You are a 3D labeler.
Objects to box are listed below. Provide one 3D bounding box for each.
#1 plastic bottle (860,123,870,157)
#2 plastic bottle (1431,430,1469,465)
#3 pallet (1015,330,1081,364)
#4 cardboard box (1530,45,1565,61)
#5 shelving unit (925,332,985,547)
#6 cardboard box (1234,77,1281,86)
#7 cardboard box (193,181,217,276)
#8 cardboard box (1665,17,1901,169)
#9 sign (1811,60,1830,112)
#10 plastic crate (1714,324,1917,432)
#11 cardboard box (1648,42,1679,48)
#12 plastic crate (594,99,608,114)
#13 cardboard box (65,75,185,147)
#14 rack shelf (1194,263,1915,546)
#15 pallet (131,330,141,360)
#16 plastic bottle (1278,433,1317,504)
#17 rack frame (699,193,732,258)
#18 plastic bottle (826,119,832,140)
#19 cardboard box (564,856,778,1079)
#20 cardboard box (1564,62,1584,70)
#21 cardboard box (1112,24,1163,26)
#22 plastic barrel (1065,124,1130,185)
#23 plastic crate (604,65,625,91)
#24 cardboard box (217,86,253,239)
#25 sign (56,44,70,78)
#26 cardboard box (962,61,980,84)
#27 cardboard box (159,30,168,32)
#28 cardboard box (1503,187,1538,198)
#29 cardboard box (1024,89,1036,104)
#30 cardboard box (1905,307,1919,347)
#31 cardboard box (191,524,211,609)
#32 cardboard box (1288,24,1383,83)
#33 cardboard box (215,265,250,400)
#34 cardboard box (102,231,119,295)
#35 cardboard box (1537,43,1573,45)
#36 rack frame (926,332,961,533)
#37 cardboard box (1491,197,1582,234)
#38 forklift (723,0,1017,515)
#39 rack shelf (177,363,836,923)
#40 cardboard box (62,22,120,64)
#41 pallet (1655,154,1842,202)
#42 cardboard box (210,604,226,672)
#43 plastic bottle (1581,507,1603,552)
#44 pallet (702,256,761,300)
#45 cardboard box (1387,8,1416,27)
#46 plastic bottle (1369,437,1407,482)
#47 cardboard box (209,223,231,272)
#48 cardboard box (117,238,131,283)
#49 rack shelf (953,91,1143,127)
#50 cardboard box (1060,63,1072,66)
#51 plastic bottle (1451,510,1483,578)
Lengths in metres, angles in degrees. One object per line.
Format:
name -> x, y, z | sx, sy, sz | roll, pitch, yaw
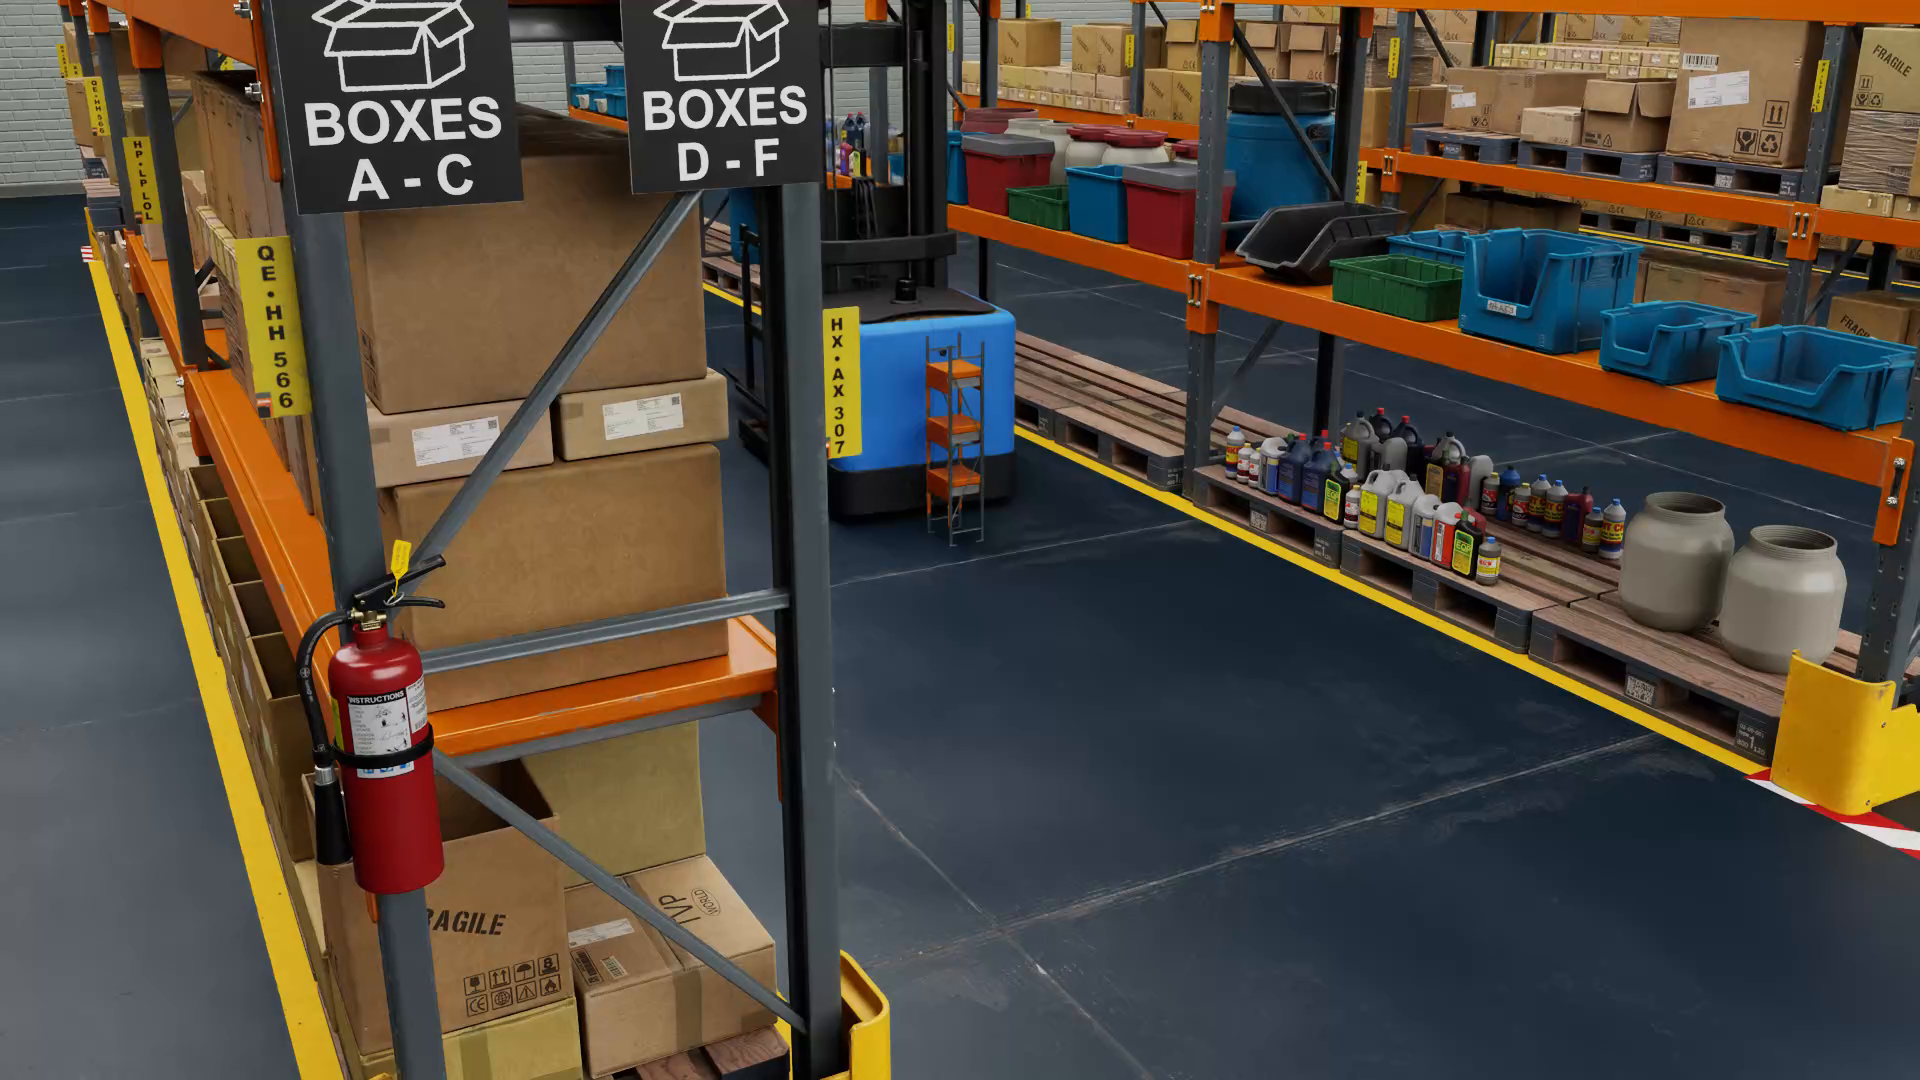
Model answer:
plastic bottle -> -0.768, -3.379, 14.016 | 0.152, 0.276, 0.135 | -10, 21, -27
plastic bottle -> 2.515, -0.385, 8.535 | 0.144, 0.351, 0.185 | -10, 21, -27
pallet -> 0.146, -1.319, 12.130 | 1.003, 0.211, 1.213 | -10, 21, -27
cardboard box -> 6.724, -5.544, 18.928 | 0.380, 0.149, 0.250 | -10, 21, -26
shelving unit -> -0.025, -0.512, 8.505 | 0.215, 1.050, 0.252 | -10, 21, -27
cardboard box -> 2.997, -4.222, 16.115 | 0.500, 0.500, 0.500 | -10, 21, -26
cardboard box -> -3.488, -1.516, 8.274 | 0.500, 0.500, 0.500 | -10, 21, -27
cardboard box -> 5.816, -3.216, 11.790 | 1.000, 1.000, 1.000 | -10, 21, -26
sign -> 5.584, -2.945, 10.792 | 0.100, 0.325, 0.005 | -10, 21, -27
plastic crate -> 3.110, -0.596, 5.988 | 0.499, 0.251, 0.616 | -10, 21, -27
cardboard box -> 10.047, -6.746, 23.429 | 0.500, 0.500, 0.500 | -10, 22, -27
plastic crate -> -3.758, -4.644, 17.804 | 0.250, 0.136, 0.298 | -10, 21, -27
cardboard box -> -6.420, -3.323, 12.865 | 0.500, 0.500, 0.700 | 16, 25, 39
rack shelf -> 2.661, -0.803, 7.463 | 1.077, 0.370, 4.000 | -10, 21, -27
pallet -> -6.029, -1.702, 13.239 | 1.003, 0.211, 1.213 | -10, 21, -27
plastic bottle -> 1.730, -0.377, 8.512 | 0.144, 0.351, 0.185 | -9, 21, -25
rack frame -> -2.087, -4.014, 15.665 | 1.000, 3.000, 0.127 | -10, 21, -27
plastic bottle -> -1.130, -3.510, 14.403 | 0.097, 0.271, 0.097 | 0, 19, 0
cardboard box -> -0.809, 1.110, 4.387 | 0.500, 0.250, 0.500 | -10, 21, -27
cardboard box -> 6.969, -5.256, 18.551 | 0.380, 0.149, 0.250 | -9, 21, -24
cardboard box -> 2.042, -5.525, 18.668 | 0.500, 0.500, 0.500 | -10, 21, -27
plastic barrel -> 0.896, -2.425, 10.852 | 0.433, 0.535, 0.433 | 0, 19, 0
plastic crate -> -3.664, -5.140, 18.782 | 0.616, 0.435, 0.499 | -10, 21, -27
cardboard box -> -1.955, -1.196, 5.358 | 0.700, 0.500, 0.500 | -10, 21, -27
sign -> -8.825, -4.721, 16.387 | 0.100, 0.325, 0.005 | -10, 21, -27
cardboard box -> 0.362, -5.819, 20.671 | 0.500, 0.250, 0.500 | -11, 22, -28
cardboard box -> -6.670, -4.094, 14.212 | 0.500, 0.500, 0.500 | -11, 22, -28
cardboard box -> 6.802, -4.284, 19.636 | 0.500, 0.500, 0.500 | -9, 21, -25
cardboard box -> 0.982, -5.216, 19.534 | 0.380, 0.149, 0.250 | -11, 22, -28
cardboard box -> 6.504, -1.217, 10.748 | 0.500, 0.500, 0.500 | -3, 19, -9
cardboard box -> -3.102, 0.076, 7.384 | 0.500, 0.250, 0.500 | -10, 22, -27
cardboard box -> 3.531, -4.554, 15.539 | 0.797, 0.503, 0.637 | -9, 21, -25
cardboard box -> -2.433, -0.872, 6.406 | 0.700, 0.500, 0.500 | -11, 22, -28
cardboard box -> -6.969, -2.394, 14.127 | 0.500, 0.500, 0.500 | -10, 21, -27
cardboard box -> 7.047, -5.796, 19.660 | 0.380, 0.149, 0.250 | -9, 21, -24
rack frame -> -0.083, -0.547, 8.606 | 0.200, 1.050, 0.008 | -10, 21, -27
cardboard box -> 4.776, -2.675, 13.793 | 0.500, 0.250, 0.500 | -7, 20, -21
forklift -> -0.726, -1.957, 9.810 | 1.130, 2.935, 3.031 | -8, 21, -22
rack shelf -> -1.700, -0.037, 5.242 | 1.077, 0.370, 4.000 | -10, 21, -27
cardboard box -> -8.369, -4.748, 16.105 | 0.500, 0.500, 0.500 | -9, 21, -25
pallet -> 5.835, -2.636, 11.965 | 1.003, 0.211, 1.213 | -10, 21, -27
cardboard box -> -2.696, 0.330, 6.647 | 0.500, 0.250, 0.500 | -10, 21, -27
plastic bottle -> 2.975, -0.053, 7.801 | 0.097, 0.201, 0.097 | 0, 19, 0
pallet -> -1.758, -2.468, 15.459 | 1.003, 0.211, 1.213 | -10, 21, -27
cardboard box -> 5.743, -6.570, 20.932 | 0.500, 0.500, 0.500 | -9, 21, -25
plastic bottle -> 2.244, -0.412, 8.728 | 0.152, 0.276, 0.135 | -10, 21, -27
cardboard box -> -2.449, -1.052, 5.934 | 0.380, 0.149, 0.250 | -11, 22, -28
cardboard box -> -5.720, -2.021, 11.897 | 0.500, 0.250, 0.500 | -10, 22, -28
rack shelf -> 1.322, -5.015, 19.669 | 1.077, 0.370, 4.000 | -10, 21, -27
cardboard box -> 1.318, -5.609, 20.062 | 0.500, 0.250, 0.500 | -11, 22, -28
plastic bottle -> 2.281, 0.017, 7.473 | 0.061, 0.283, 0.133 | -9, 21, -25
